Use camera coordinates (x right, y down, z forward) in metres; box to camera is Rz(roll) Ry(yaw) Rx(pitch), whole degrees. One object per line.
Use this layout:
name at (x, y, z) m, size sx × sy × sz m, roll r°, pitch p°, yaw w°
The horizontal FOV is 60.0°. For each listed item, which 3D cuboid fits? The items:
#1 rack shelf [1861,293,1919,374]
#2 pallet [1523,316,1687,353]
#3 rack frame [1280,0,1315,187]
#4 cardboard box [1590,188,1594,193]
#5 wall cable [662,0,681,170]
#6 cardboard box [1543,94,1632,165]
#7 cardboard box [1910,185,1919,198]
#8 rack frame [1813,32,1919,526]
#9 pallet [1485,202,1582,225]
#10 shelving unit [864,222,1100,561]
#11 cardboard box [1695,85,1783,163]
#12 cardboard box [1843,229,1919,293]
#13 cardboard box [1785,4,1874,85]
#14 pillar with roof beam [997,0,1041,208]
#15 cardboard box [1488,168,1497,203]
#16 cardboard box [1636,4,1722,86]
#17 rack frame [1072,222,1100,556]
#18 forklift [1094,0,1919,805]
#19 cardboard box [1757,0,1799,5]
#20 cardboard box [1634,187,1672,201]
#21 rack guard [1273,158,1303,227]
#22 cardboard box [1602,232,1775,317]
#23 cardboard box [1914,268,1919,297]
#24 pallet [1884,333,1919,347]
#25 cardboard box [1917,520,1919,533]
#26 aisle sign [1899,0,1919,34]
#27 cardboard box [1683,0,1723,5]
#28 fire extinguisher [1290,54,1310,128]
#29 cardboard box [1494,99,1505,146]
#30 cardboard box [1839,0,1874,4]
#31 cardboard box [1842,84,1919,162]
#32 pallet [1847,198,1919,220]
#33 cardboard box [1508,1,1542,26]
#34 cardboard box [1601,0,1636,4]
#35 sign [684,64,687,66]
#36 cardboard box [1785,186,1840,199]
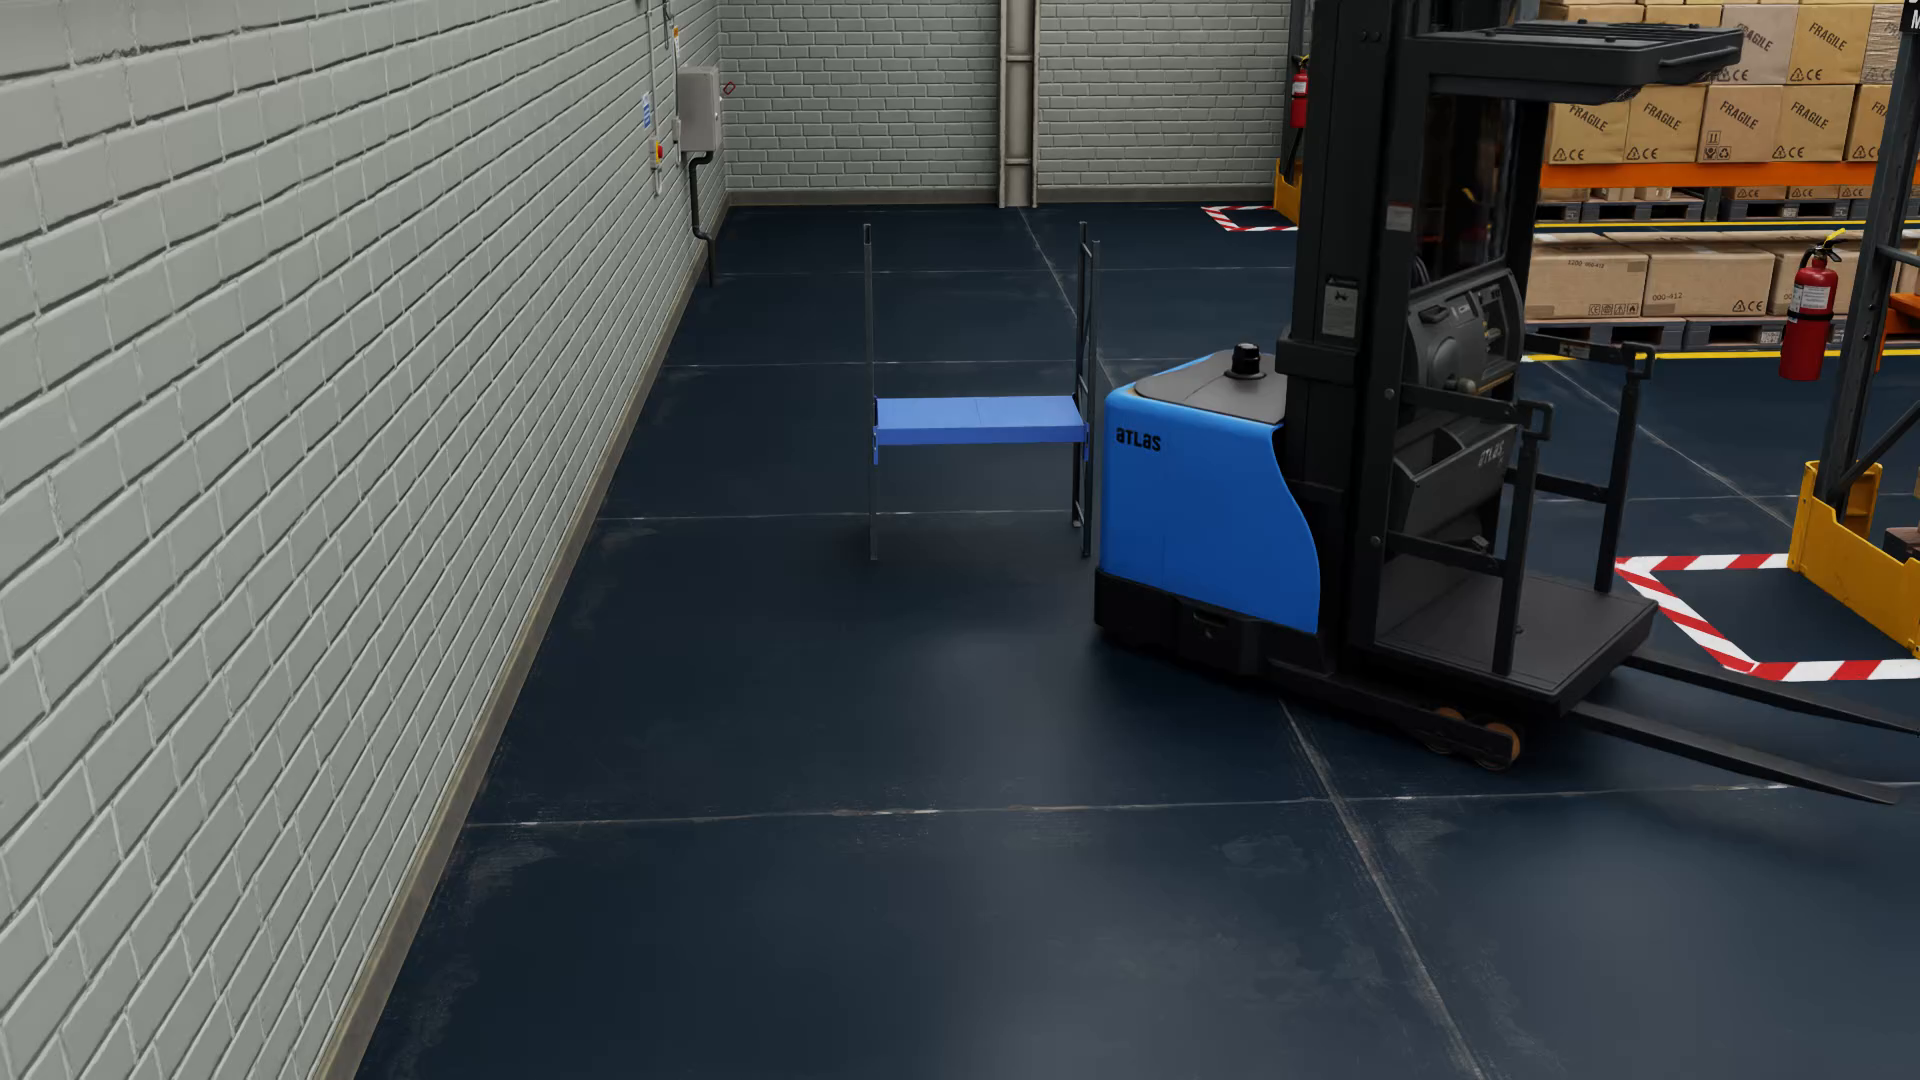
rack shelf at (6.000, -0.796, 7.007) m, size 4.000 × 0.370 × 1.077 m, roll -1°, pitch 21°, yaw -3°
pallet at (4.414, -1.589, 11.997) m, size 1.213 × 0.211 × 1.003 m, roll -1°, pitch 21°, yaw -3°
rack frame at (3.333, -4.611, 16.016) m, size 0.127 × 3.000 × 1.000 m, roll -1°, pitch 21°, yaw -3°
cardboard box at (6.220, -3.618, 16.824) m, size 0.250 × 0.149 × 0.380 m, roll -1°, pitch 21°, yaw -4°
wall cable at (-2.101, -3.703, 12.204) m, size 0.122 × 1.984 × 0.588 m, roll -1°, pitch 21°, yaw -3°
cardboard box at (4.116, -2.802, 11.125) m, size 0.500 × 0.500 × 0.500 m, roll -1°, pitch 21°, yaw -3°
cardboard box at (9.370, -3.681, 16.498) m, size 0.500 × 0.500 × 0.500 m, roll -2°, pitch 21°, yaw -5°
rack frame at (4.003, -1.091, 6.772) m, size 0.127 × 3.000 × 1.000 m, roll -1°, pitch 21°, yaw -3°
pallet at (5.420, -3.349, 16.622) m, size 1.213 × 0.211 × 1.003 m, roll -1°, pitch 21°, yaw -3°
shelving unit at (0.085, -0.703, 7.859) m, size 1.048 × 1.500 × 0.538 m, roll -1°, pitch 21°, yaw -3°
cardboard box at (5.128, -2.826, 11.188) m, size 0.500 × 0.500 × 0.500 m, roll -1°, pitch 21°, yaw -3°
cardboard box at (6.980, -1.953, 12.046) m, size 0.875 × 0.438 × 0.875 m, roll -1°, pitch 21°, yaw -4°
cardboard box at (5.642, -3.307, 11.046) m, size 0.500 × 0.500 × 0.500 m, roll -1°, pitch 21°, yaw -3°
pillar with roof beam at (0.835, -6.151, 11.629) m, size 0.400 × 9.000 × 9.100 m, roll -1°, pitch 21°, yaw -3°
cardboard box at (5.338, -3.597, 16.275) m, size 0.500 × 0.500 × 0.500 m, roll -1°, pitch 21°, yaw -2°
cardboard box at (4.631, -3.283, 10.983) m, size 0.500 × 0.500 × 0.500 m, roll -2°, pitch 21°, yaw -5°
rack frame at (0.593, -0.713, 7.886) m, size 0.032 × 1.500 × 0.500 m, roll -1°, pitch 21°, yaw -3°
forklift at (2.022, -0.757, 5.990) m, size 3.031 × 2.935 × 1.130 m, roll 16°, pitch 26°, yaw 37°
cardboard box at (5.286, -3.595, 10.890) m, size 0.250 × 0.149 × 0.380 m, roll -1°, pitch 21°, yaw -3°
cardboard box at (6.787, -3.441, 16.358) m, size 0.250 × 0.149 × 0.380 m, roll -2°, pitch 21°, yaw -5°
rack guard at (3.409, -3.444, 16.465) m, size 0.348 × 0.500 × 1.175 m, roll -1°, pitch 21°, yaw -3°
cardboard box at (5.186, -1.917, 11.951) m, size 0.875 × 0.438 × 0.875 m, roll -1°, pitch 21°, yaw -2°
cardboard box at (4.313, -1.081, 7.098) m, size 0.250 × 0.149 × 0.380 m, roll -1°, pitch 21°, yaw -3°
pallet at (6.850, -1.638, 12.127) m, size 1.213 × 0.211 × 1.003 m, roll -1°, pitch 21°, yaw -3°
cardboard box at (4.517, -0.040, 7.427) m, size 0.250 × 0.149 × 0.380 m, roll -1°, pitch 21°, yaw -2°
aisle sign at (3.913, -2.411, 6.585) m, size 0.004 × 0.787 × 0.394 m, roll -1°, pitch 21°, yaw -3°
cardboard box at (4.775, -3.581, 10.853) m, size 0.250 × 0.149 × 0.380 m, roll -2°, pitch 21°, yaw -5°
fire extinguisher at (3.212, -4.233, 15.657) m, size 0.183 × 0.674 × 0.296 m, roll -1°, pitch 21°, yaw -3°
cardboard box at (4.086, -2.998, 11.640) m, size 0.500 × 0.500 × 0.500 m, roll -1°, pitch 21°, yaw -3°
cardboard box at (5.800, -3.613, 10.938) m, size 0.250 × 0.149 × 0.380 m, roll -1°, pitch 21°, yaw -3°
cardboard box at (6.150, -2.848, 11.244) m, size 0.500 × 0.500 × 0.500 m, roll -1°, pitch 21°, yaw -4°
pallet at (9.357, -3.445, 16.872) m, size 1.213 × 0.211 × 1.003 m, roll -1°, pitch 21°, yaw -3°
cardboard box at (4.088, -3.456, 11.437) m, size 0.500 × 0.500 × 0.500 m, roll 0°, pitch 21°, yaw -1°
cardboard box at (4.248, -3.604, 10.915) m, size 0.250 × 0.149 × 0.380 m, roll -1°, pitch 21°, yaw -2°
sign at (-2.217, -3.601, 13.497) m, size 0.001 × 0.494 × 0.329 m, roll -1°, pitch 21°, yaw -3°
cardboard box at (8.353, -3.664, 16.453) m, size 0.500 × 0.500 × 0.500 m, roll -1°, pitch 21°, yaw -4°
